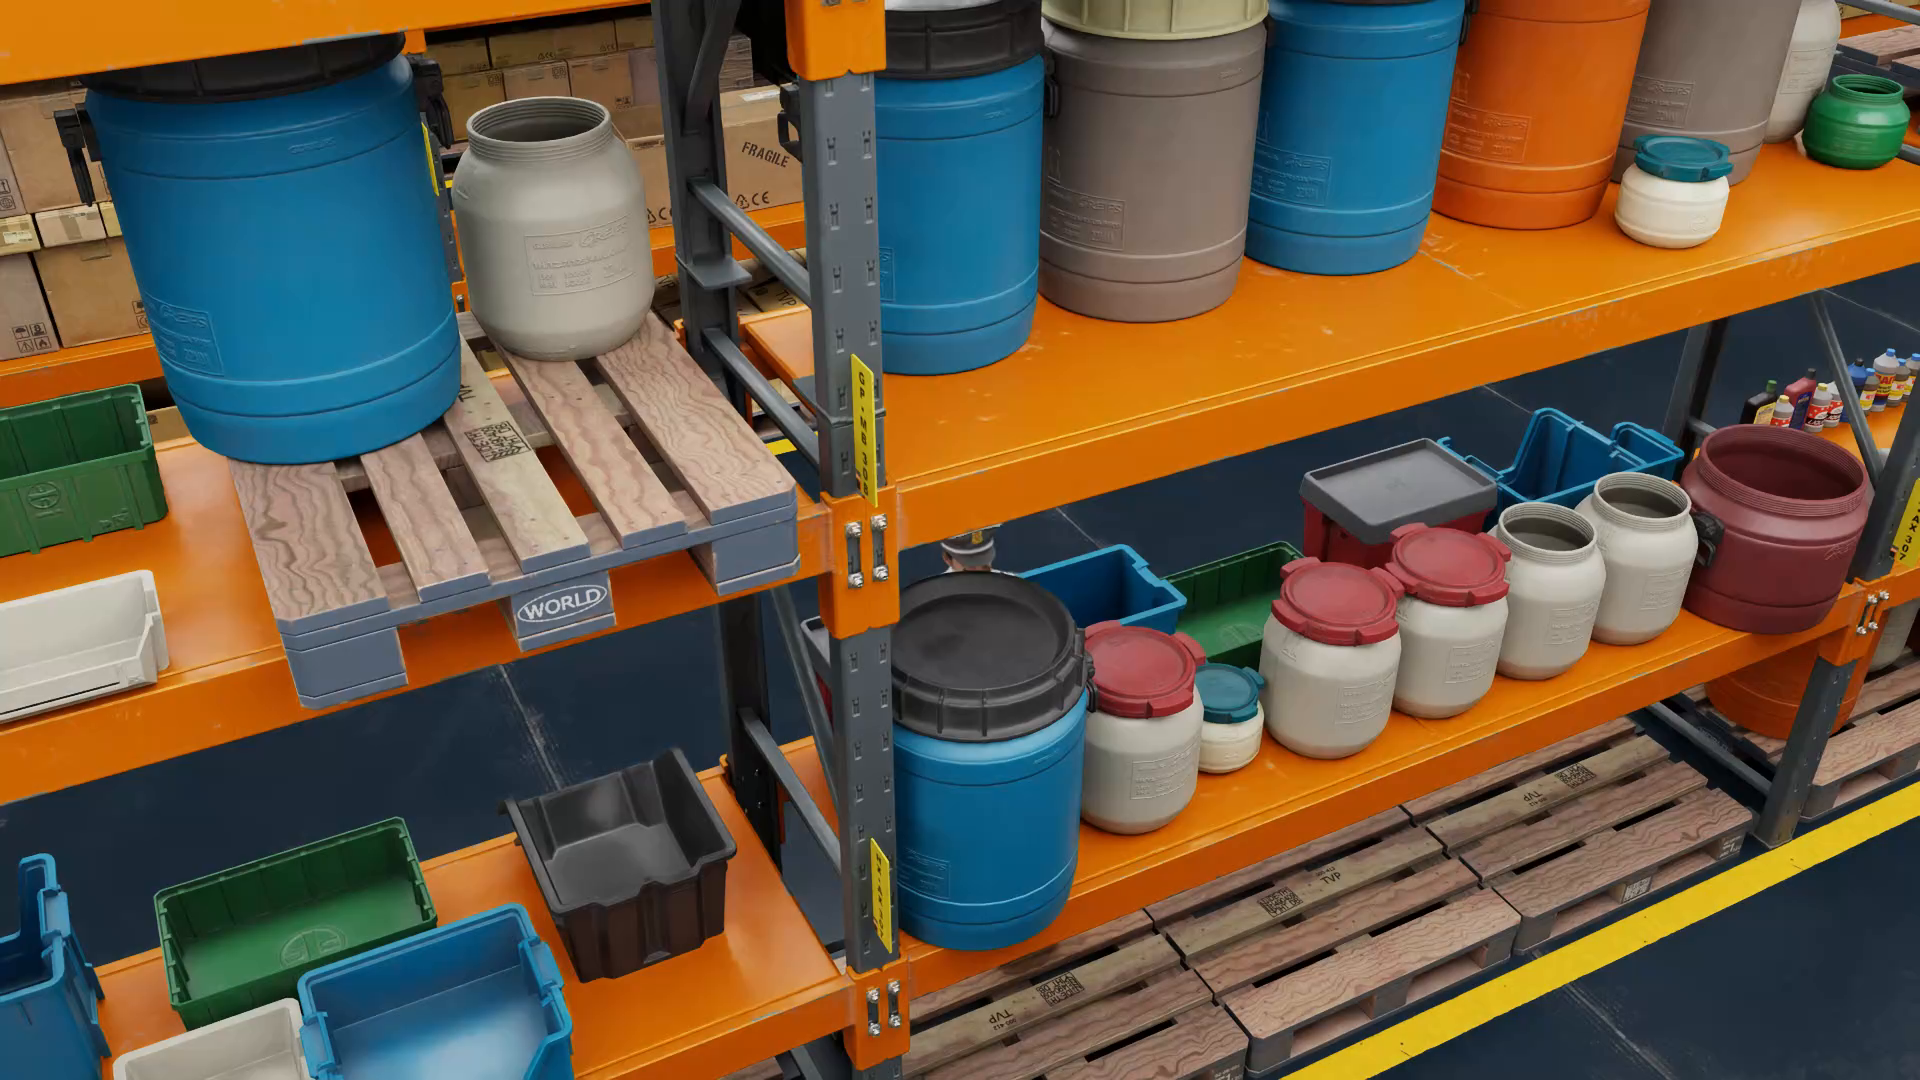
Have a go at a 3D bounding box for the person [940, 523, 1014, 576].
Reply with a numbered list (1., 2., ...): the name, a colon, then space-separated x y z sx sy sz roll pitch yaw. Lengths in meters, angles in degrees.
1. person: 0.044 0.669 6.090 0.519 1.692 0.464 -6 34 -9
